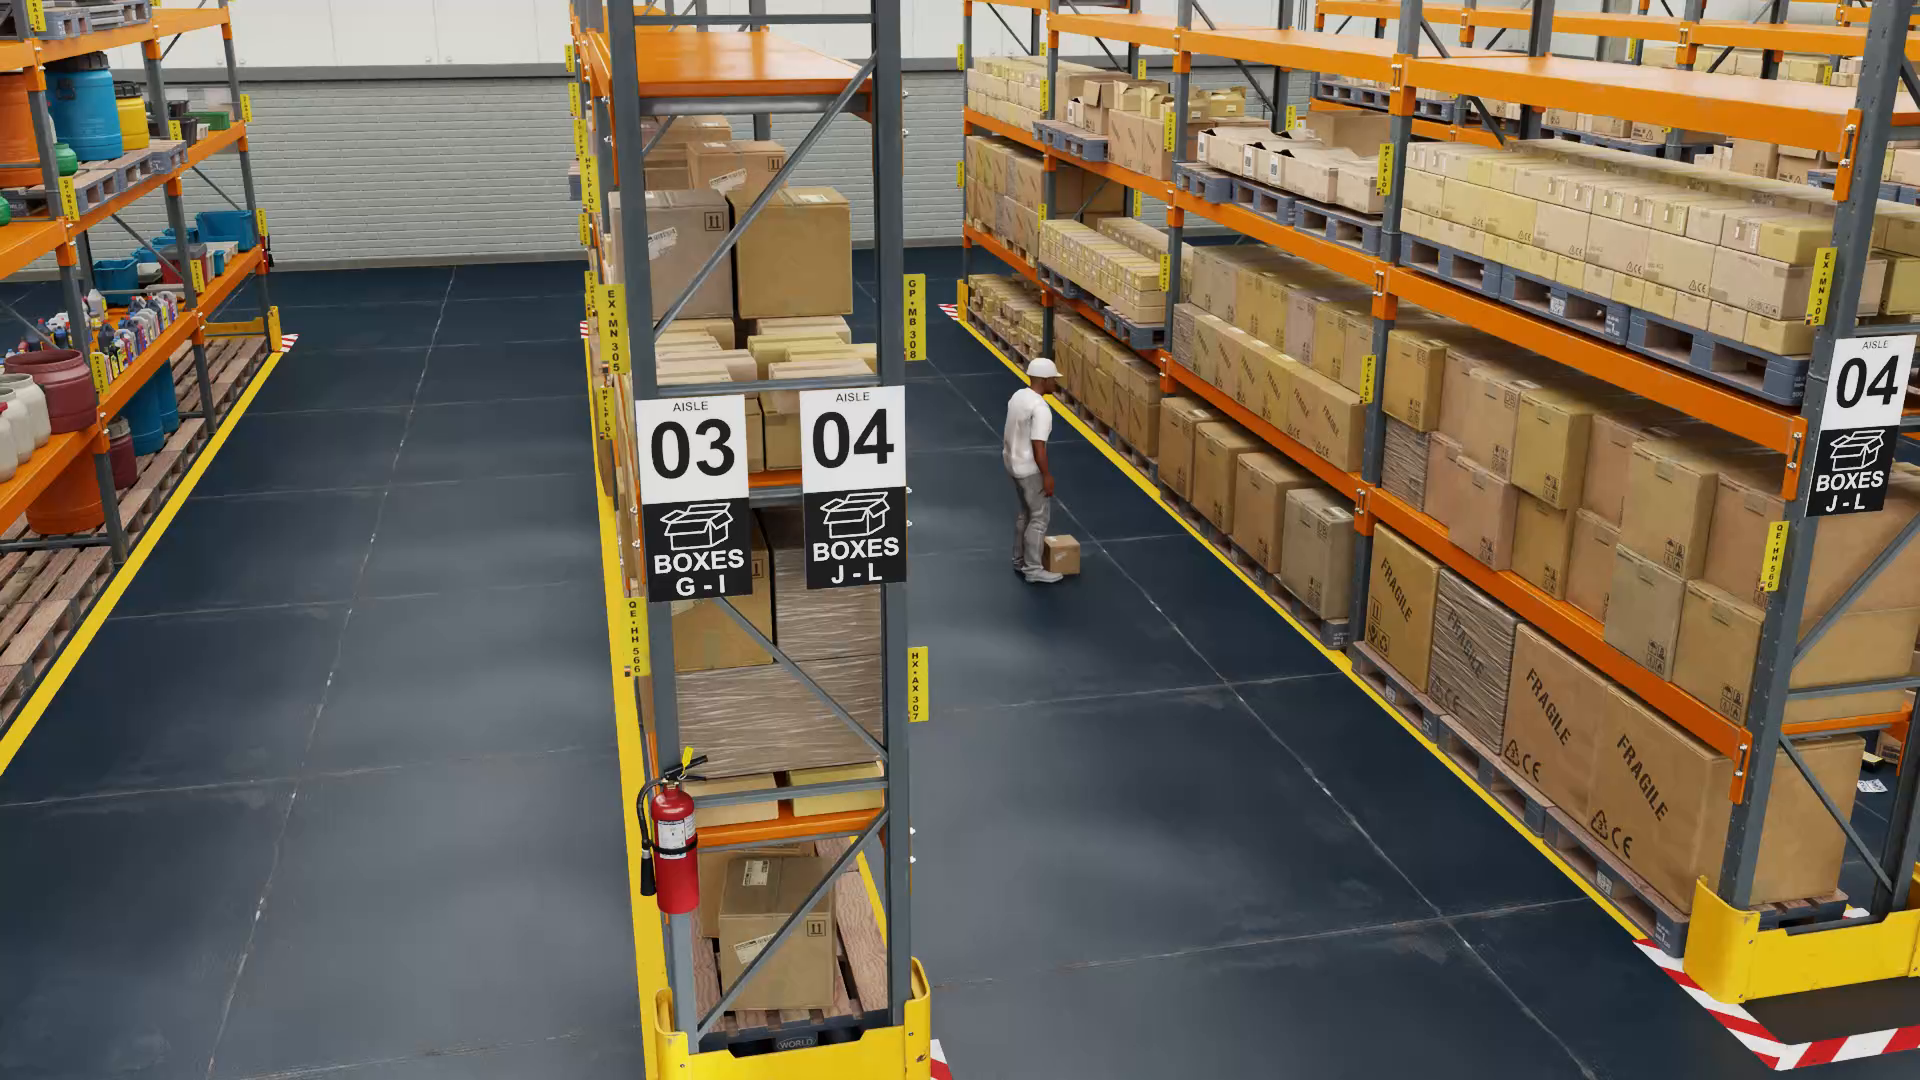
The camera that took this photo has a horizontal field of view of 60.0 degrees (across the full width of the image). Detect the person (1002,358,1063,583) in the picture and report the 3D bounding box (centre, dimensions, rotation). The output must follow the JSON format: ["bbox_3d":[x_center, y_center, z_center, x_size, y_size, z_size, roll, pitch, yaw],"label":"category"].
[{"bbox_3d":[0.585,-0.568,13.149,0.462,1.759,0.632,-6,20,-16],"label":"person"}]
